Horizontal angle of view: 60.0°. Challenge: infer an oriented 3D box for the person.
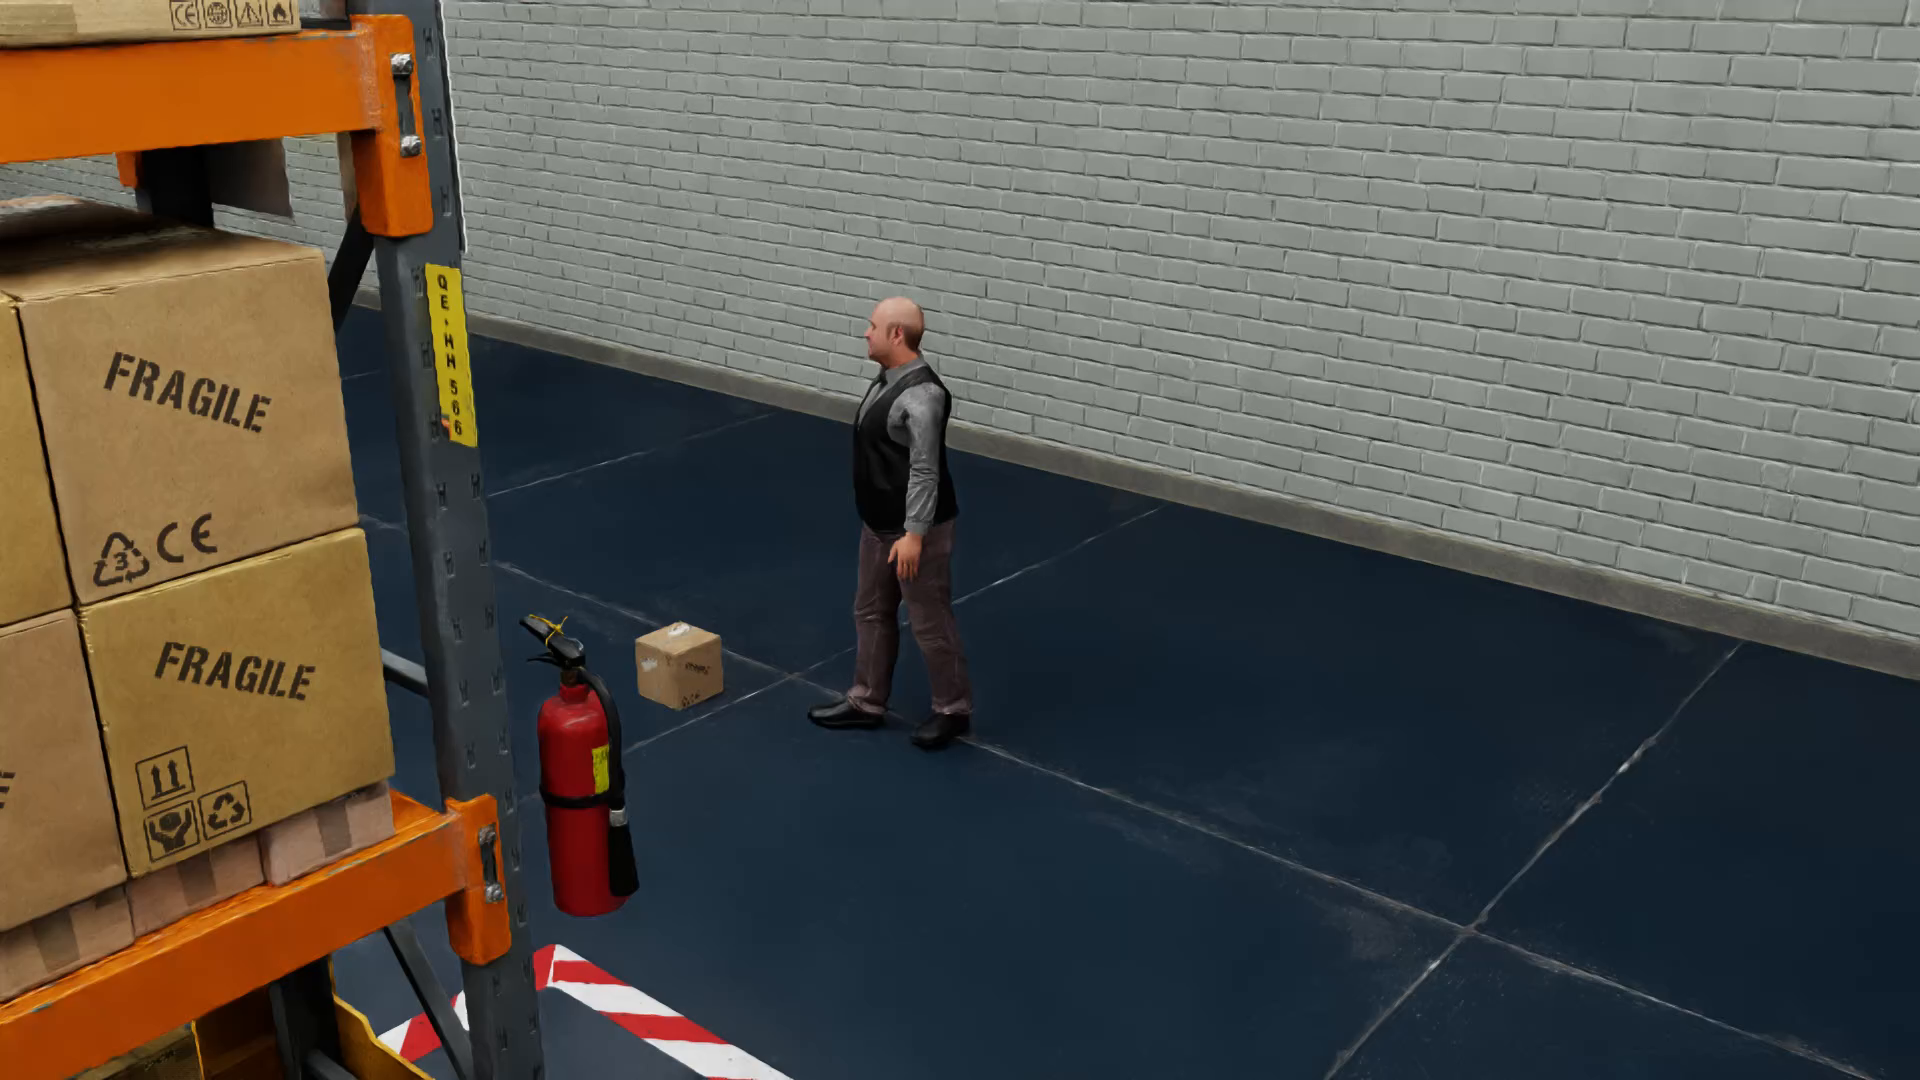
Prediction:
[{"bbox_3d":[-0.249,-0.051,6.240,0.596,1.723,0.538,-8,21,-20],"label":"person"}]
